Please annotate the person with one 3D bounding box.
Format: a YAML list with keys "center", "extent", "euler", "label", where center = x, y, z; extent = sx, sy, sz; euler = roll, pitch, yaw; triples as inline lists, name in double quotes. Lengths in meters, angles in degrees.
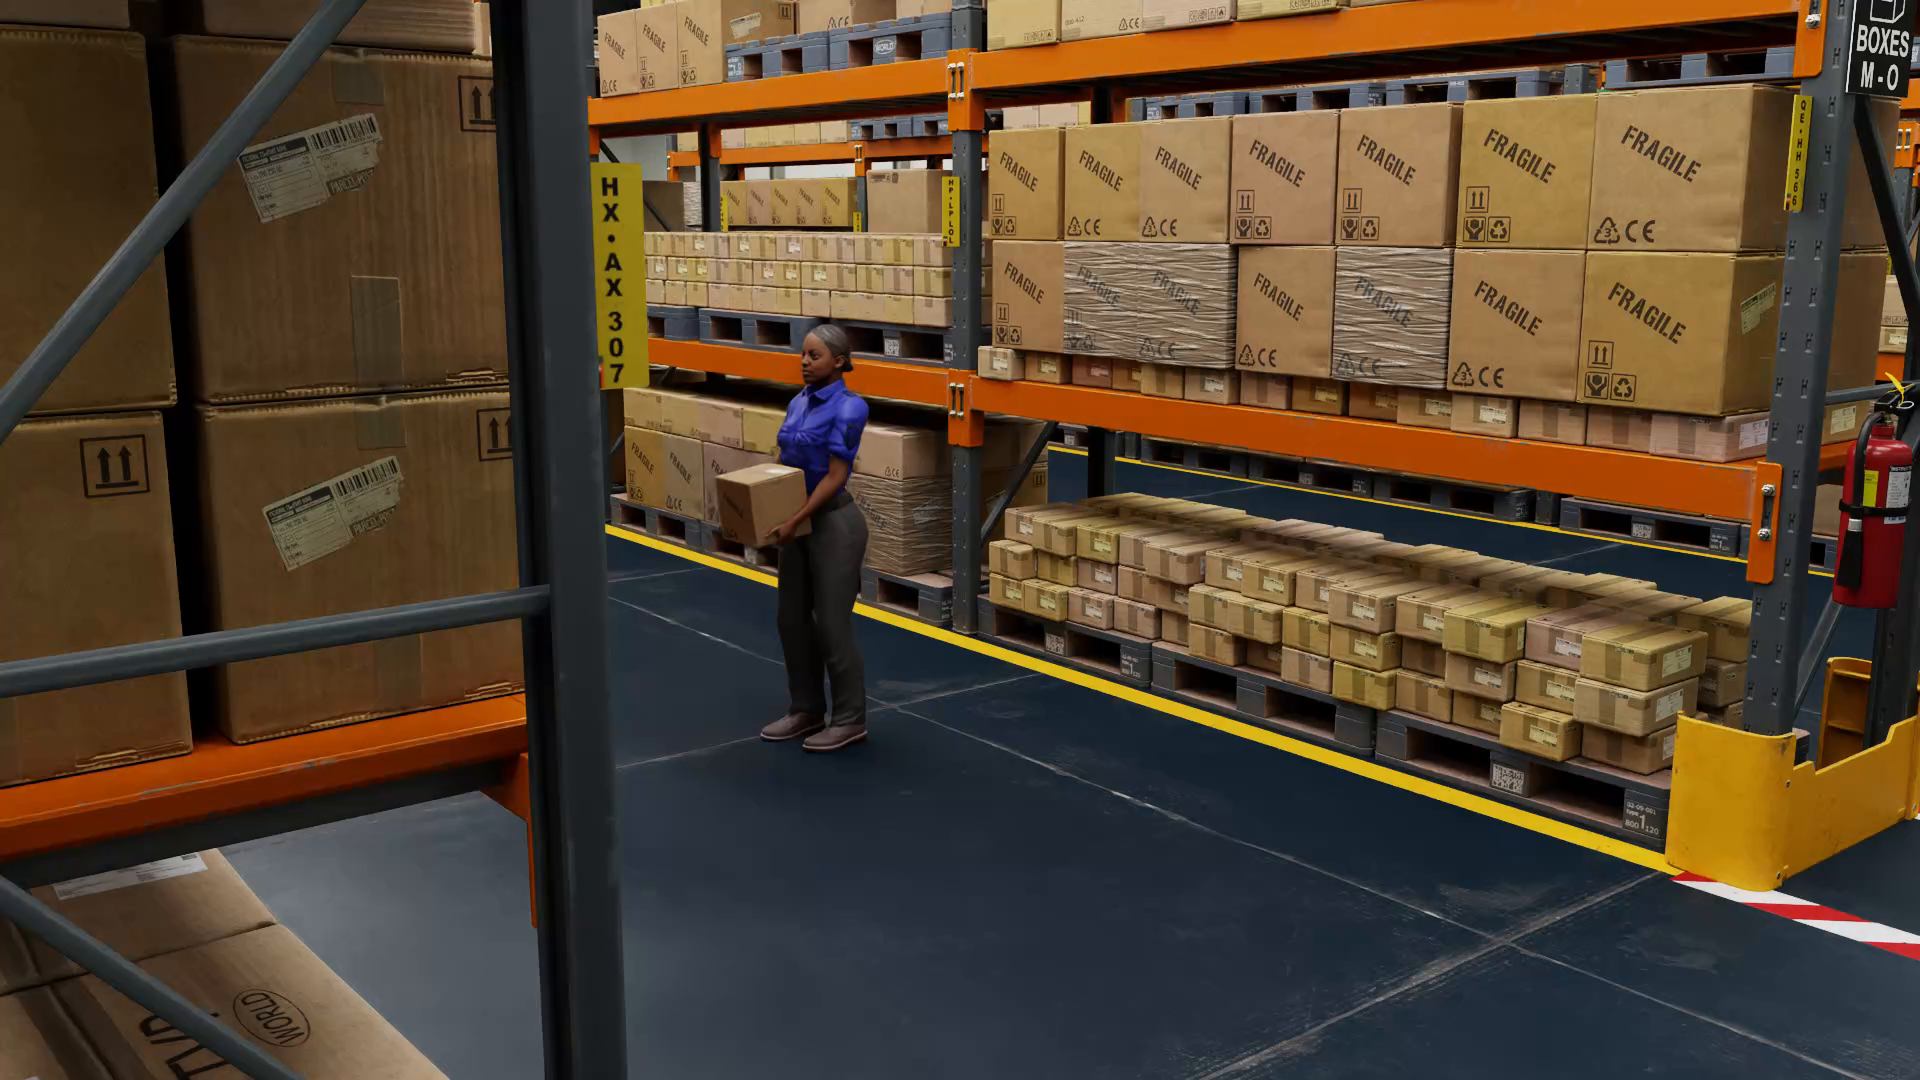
- center: [-0.616, -0.004, 6.494]
  extent: [0.502, 1.656, 0.442]
  euler: [-9, 14, -38]
  label: "person"
